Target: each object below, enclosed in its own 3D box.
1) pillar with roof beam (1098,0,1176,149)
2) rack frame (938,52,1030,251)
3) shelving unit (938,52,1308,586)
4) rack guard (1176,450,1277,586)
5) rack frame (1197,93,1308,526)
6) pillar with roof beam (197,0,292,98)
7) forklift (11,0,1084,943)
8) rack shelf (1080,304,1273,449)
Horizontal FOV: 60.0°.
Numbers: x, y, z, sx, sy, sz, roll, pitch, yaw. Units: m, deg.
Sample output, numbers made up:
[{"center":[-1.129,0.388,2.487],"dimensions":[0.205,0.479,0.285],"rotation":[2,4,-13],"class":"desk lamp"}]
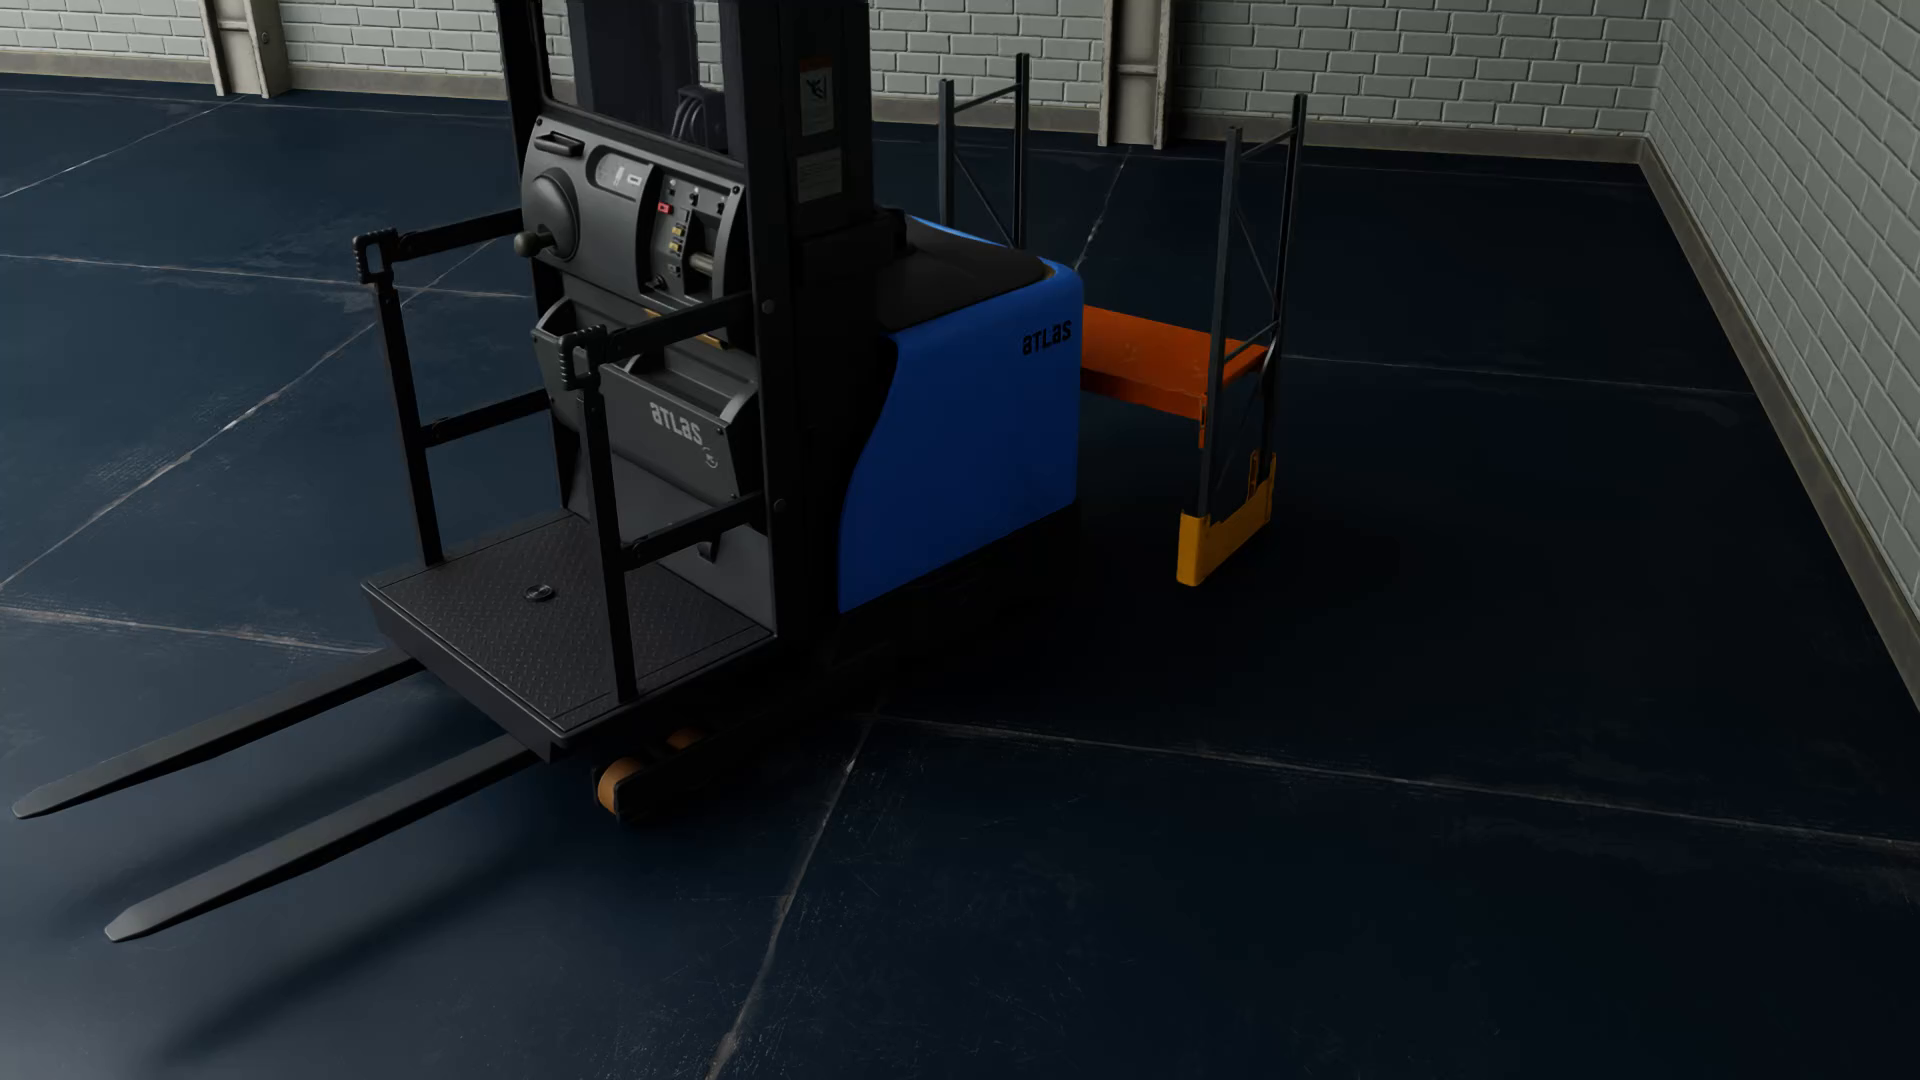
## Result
[{"center":[0.168,-4.383,4.384],"dimensions":[0.400,9.000,9.100],"rotation":[6,29,11],"class":"pillar with roof beam"},{"center":[0.084,-0.900,5.833],"dimensions":[0.032,1.500,0.500],"rotation":[18,34,30],"class":"rack frame"},{"center":[0.496,-0.765,5.586],"dimensions":[1.083,1.500,0.587],"rotation":[18,34,30],"class":"shelving unit"},{"center":[0.908,-0.082,5.640],"dimensions":[0.087,0.250,0.587],"rotation":[18,34,30],"class":"rack guard"},{"center":[0.924,-0.625,5.330],"dimensions":[0.032,1.500,0.500],"rotation":[18,34,30],"class":"rack frame"},{"center":[-5.700,-4.984,5.483],"dimensions":[0.400,9.000,9.100],"rotation":[6,29,11],"class":"pillar with roof beam"},{"center":[-1.017,-0.825,4.205],"dimensions":[3.031,2.935,1.130],"rotation":[-25,37,-38],"class":"forklift"},{"center":[0.504,-0.605,5.668],"dimensions":[1.000,0.185,0.538],"rotation":[18,34,30],"class":"rack shelf"}]
